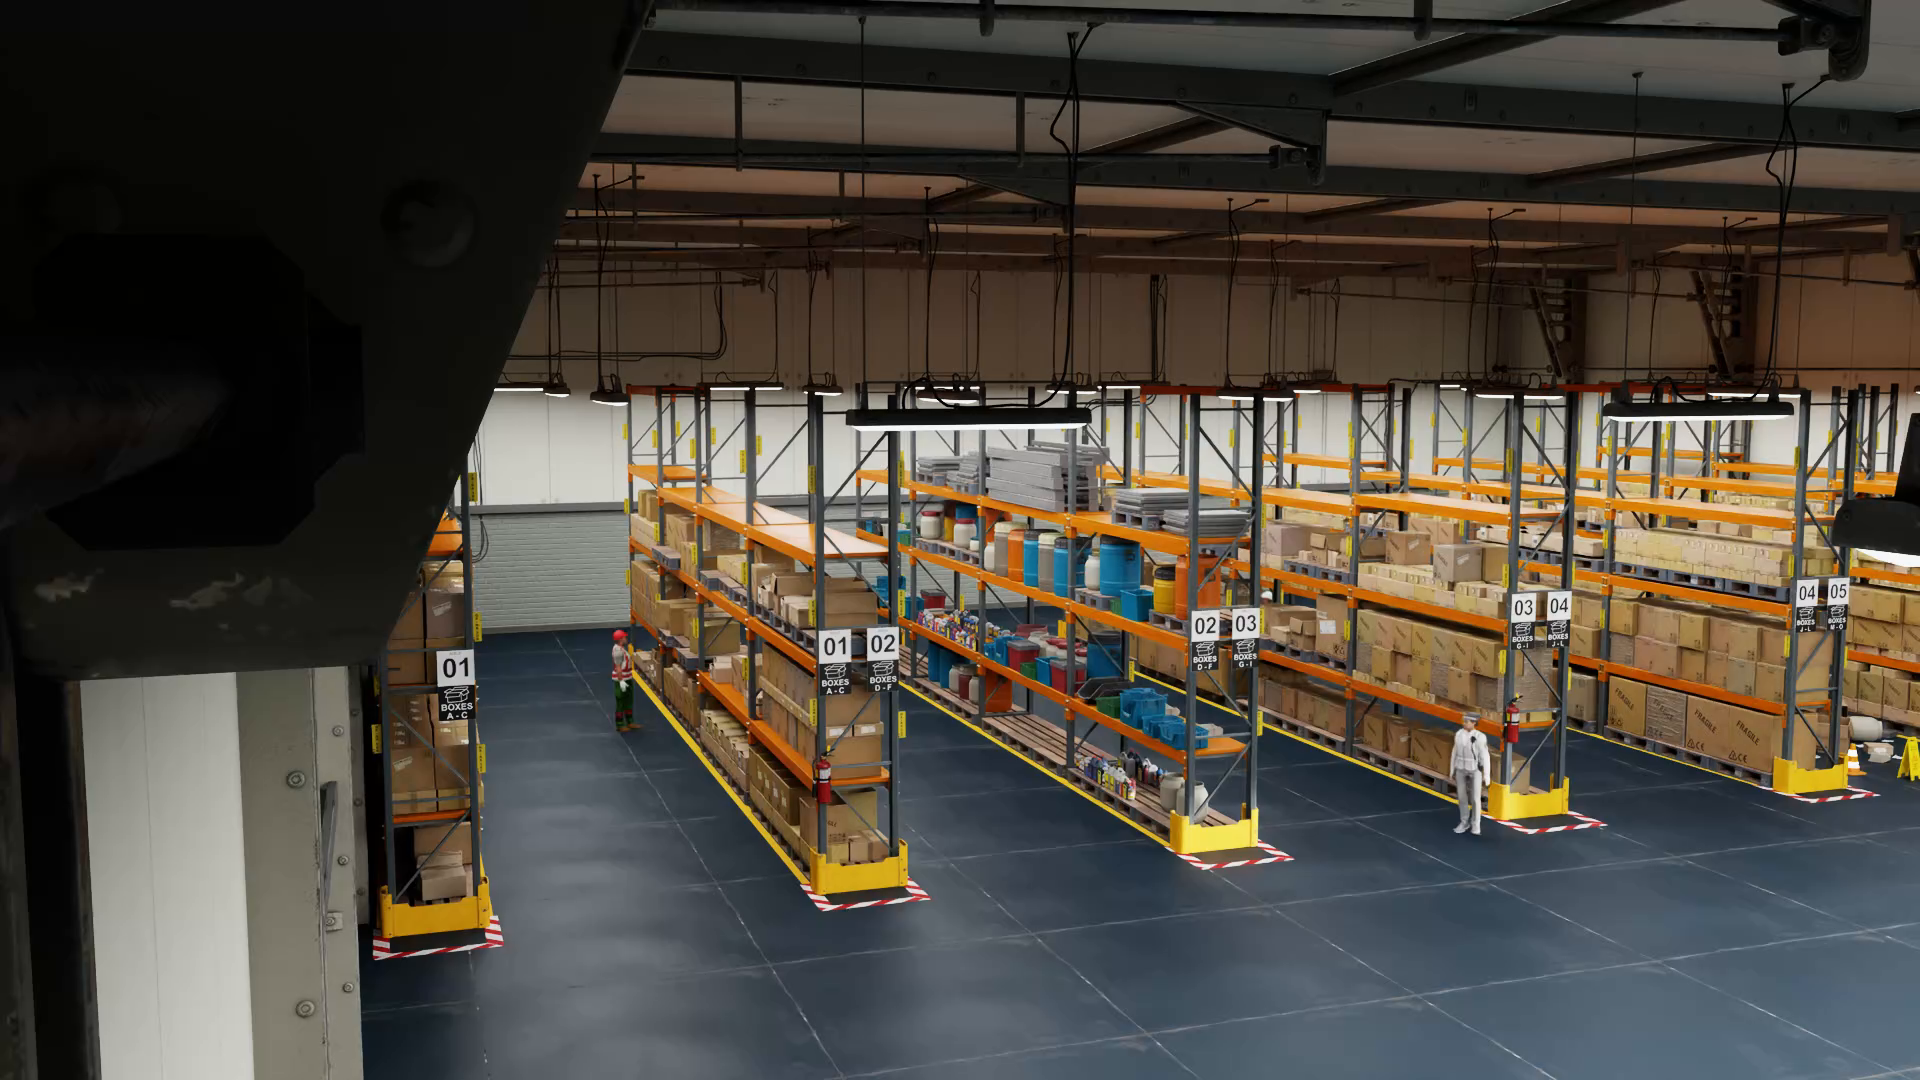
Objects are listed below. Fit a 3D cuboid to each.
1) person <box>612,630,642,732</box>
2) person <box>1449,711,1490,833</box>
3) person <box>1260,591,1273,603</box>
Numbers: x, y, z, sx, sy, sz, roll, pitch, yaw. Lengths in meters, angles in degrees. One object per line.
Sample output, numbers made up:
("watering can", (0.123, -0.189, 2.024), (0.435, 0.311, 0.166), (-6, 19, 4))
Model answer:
("person", (-5.862, 2.449, 29.074), (0.465, 1.791, 0.615), (1, 6, 13))
("person", (6.944, 3.171, 22.647), (0.574, 1.716, 0.373), (5, 8, 40))
("person", (6.202, 1.940, 34.100), (0.537, 1.763, 0.573), (4, 7, 34))
